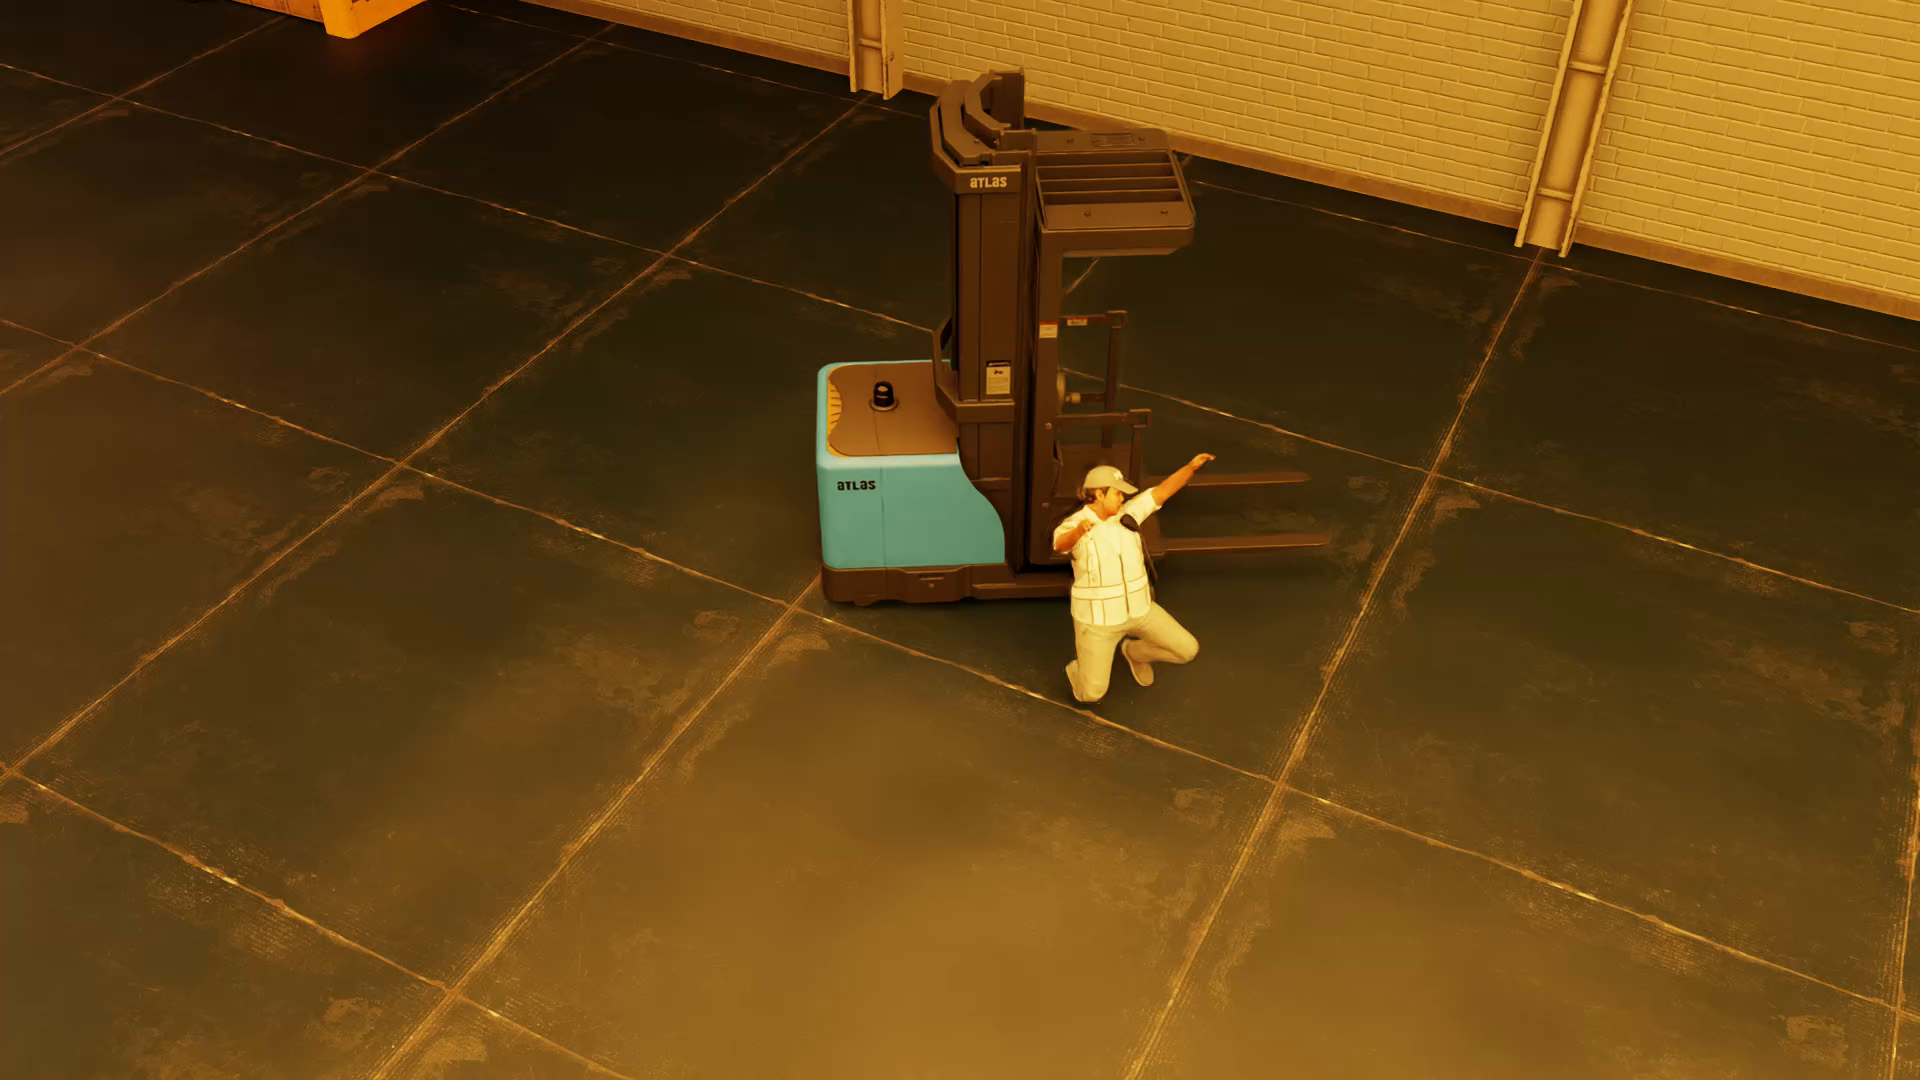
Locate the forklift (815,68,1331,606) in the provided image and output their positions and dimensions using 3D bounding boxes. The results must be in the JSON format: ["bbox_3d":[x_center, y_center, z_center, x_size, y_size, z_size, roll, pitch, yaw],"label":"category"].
[{"bbox_3d":[0.681,-1.094,9.286,3.031,2.935,1.130,-2,40,-2],"label":"forklift"}]

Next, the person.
[{"bbox_3d":[0.871,0.245,8.789,0.884,1.545,0.720,-19,44,-21],"label":"person"}]
